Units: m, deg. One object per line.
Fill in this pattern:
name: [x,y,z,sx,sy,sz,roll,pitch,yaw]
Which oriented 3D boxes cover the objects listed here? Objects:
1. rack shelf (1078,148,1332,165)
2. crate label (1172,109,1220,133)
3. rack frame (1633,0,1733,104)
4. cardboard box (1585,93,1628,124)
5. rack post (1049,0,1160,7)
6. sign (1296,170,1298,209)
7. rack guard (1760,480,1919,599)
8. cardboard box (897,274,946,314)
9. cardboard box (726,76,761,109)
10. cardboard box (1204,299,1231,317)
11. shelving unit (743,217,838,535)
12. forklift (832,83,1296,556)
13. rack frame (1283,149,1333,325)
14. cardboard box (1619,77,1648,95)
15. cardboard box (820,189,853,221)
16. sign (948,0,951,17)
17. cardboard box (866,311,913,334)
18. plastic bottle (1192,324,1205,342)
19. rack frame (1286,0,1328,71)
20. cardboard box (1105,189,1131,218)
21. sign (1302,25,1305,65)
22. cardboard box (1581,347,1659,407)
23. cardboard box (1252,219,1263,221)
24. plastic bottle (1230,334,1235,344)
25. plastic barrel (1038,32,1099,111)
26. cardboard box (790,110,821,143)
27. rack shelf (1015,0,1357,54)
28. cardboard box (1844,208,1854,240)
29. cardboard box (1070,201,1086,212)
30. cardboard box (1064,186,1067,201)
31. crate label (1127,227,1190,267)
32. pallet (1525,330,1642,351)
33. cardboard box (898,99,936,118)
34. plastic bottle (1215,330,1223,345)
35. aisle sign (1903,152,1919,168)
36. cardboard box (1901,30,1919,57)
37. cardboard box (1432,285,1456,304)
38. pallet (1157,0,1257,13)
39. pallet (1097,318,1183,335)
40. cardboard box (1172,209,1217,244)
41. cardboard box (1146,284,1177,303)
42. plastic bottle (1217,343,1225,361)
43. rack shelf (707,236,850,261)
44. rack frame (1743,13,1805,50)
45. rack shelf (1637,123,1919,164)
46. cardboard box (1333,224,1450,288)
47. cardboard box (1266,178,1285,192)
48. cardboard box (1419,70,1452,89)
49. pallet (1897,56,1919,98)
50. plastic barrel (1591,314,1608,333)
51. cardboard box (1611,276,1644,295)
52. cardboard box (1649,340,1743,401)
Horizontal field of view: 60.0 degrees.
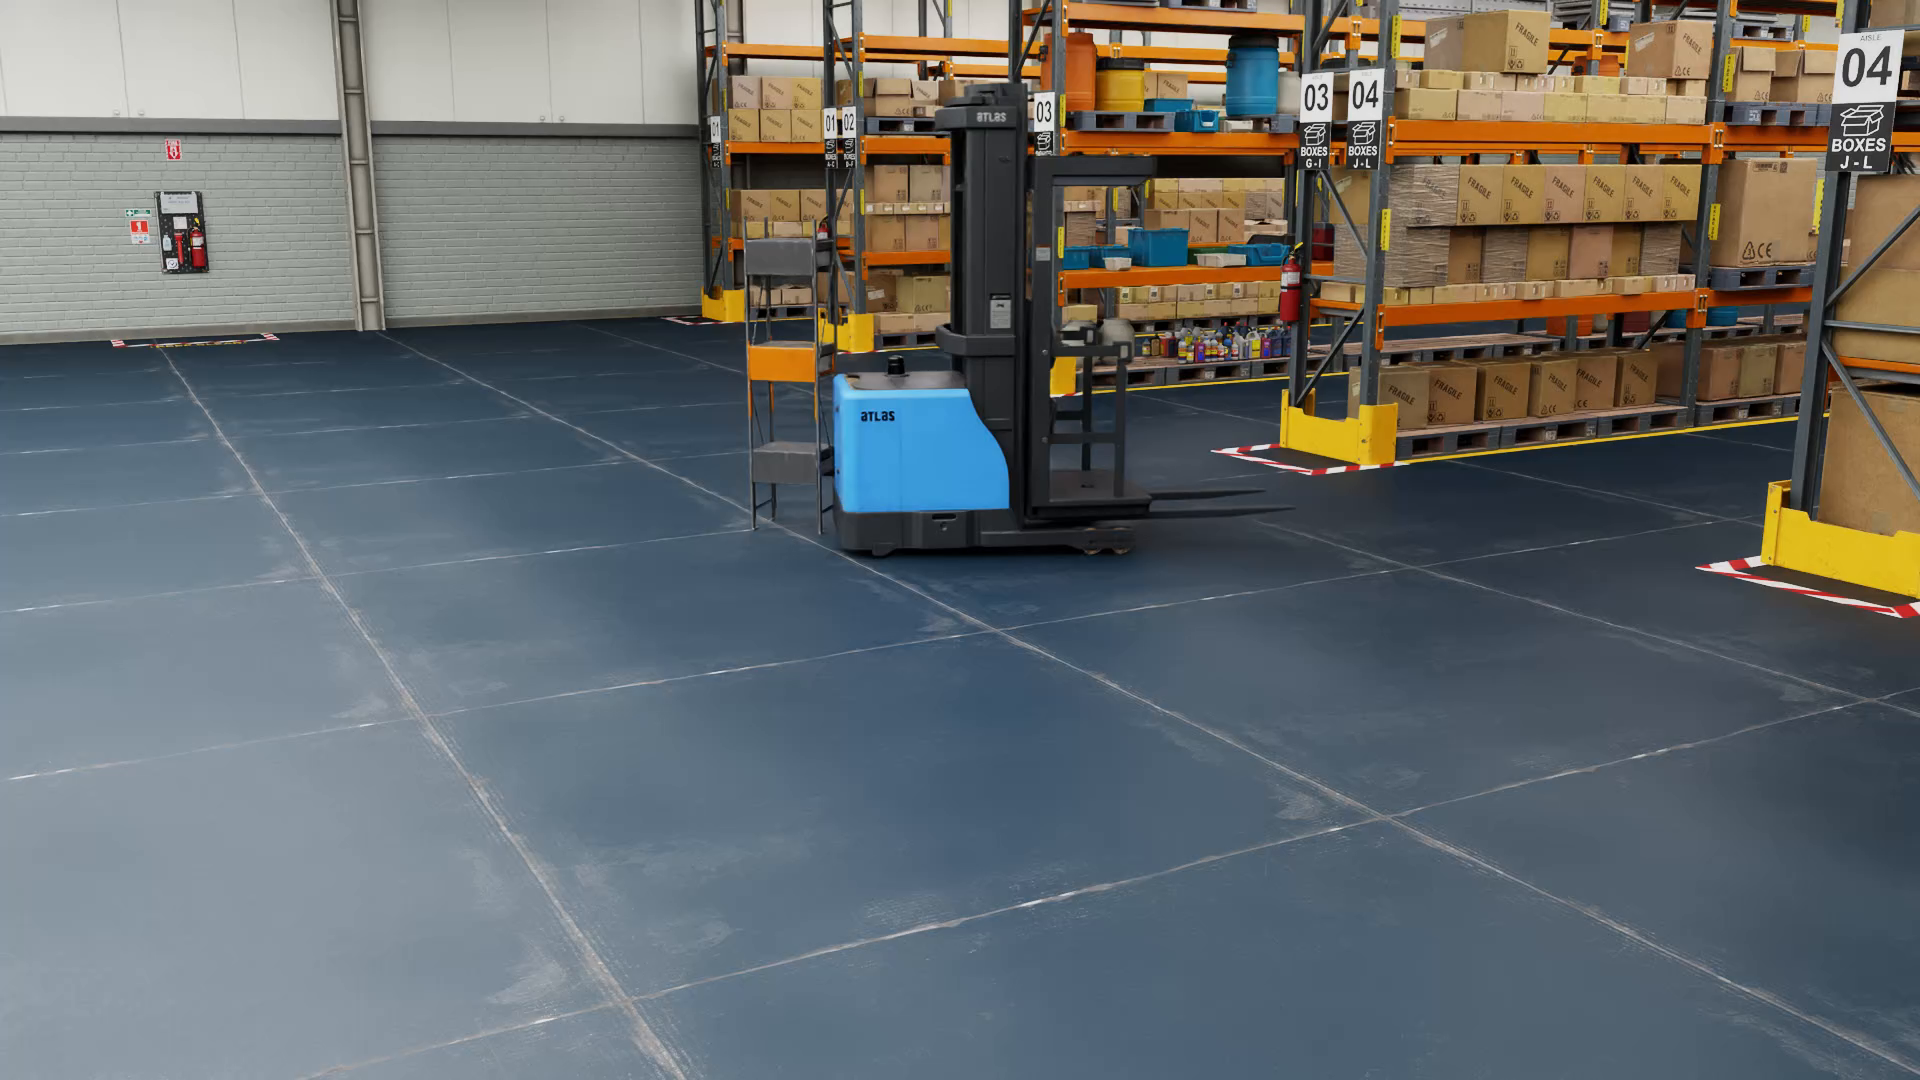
rack shelf: [3.716,-5.855,25.102,4.000,0.370,1.077,-7,14,-28]
crate label: [2.620,-4.681,18.583,0.408,0.251,0.502,-7,14,-28]
rack frame: [6.703,-5.550,15.274,0.127,3.000,1.000,-7,14,-28]
cardboard box: [5.520,-3.807,14.705,0.500,0.250,0.500,-7,14,-28]
rack post: [1.544,-5.895,17.945,0.954,0.300,0.937,-5,14,-22]
sign: [2.944,-3.030,14.386,0.005,0.325,0.100,-7,14,-28]
rack guard: [5.459,-0.014,10.031,0.348,0.500,1.175,-7,14,-28]
cardboard box: [-0.536,-3.408,23.017,0.500,0.500,0.500,-7,14,-28]
cardboard box: [-3.473,-7.069,26.308,0.500,0.500,0.500,-8,15,-32]
cardboard box: [3.782,-3.553,25.369,0.500,0.250,0.500,-7,14,-27]
shelving unit: [-1.132,-1.116,11.284,0.503,2.100,0.431,4,13,15]
forklift: [0.689,-1.453,10.891,3.031,2.935,1.130,-2,13,-8]
rack frame: [5.471,-4.953,26.287,0.127,3.000,1.000,-7,14,-28]
cardboard box: [5.870,-4.030,14.788,0.250,0.149,0.380,-7,15,-30]
cardboard box: [-2.022,-5.521,27.396,0.500,0.500,0.500,-6,14,-26]
sign: [-0.173,-8.801,27.414,0.005,0.325,0.100,-7,14,-28]
cardboard box: [-0.974,-2.989,22.864,0.500,0.250,0.500,-7,14,-28]
plastic bottle: [2.884,-2.430,20.108,0.185,0.351,0.144,-7,14,-28]
rack frame: [6.605,-9.255,31.739,0.127,3.000,1.000,-7,14,-28]
cardboard box: [2.686,-6.120,30.240,0.500,0.500,0.700,-9,15,-34]
sign: [2.944,-4.207,14.121,0.005,0.325,0.100,-7,14,-28]
cardboard box: [6.333,-1.574,16.008,0.500,0.500,0.500,-7,15,-30]
cardboard box: [5.535,-6.024,31.570,0.250,0.149,0.380,-7,14,-28]
plastic bottle: [3.255,-2.294,19.654,0.133,0.283,0.061,-7,14,-28]
plastic barrel: [1.185,-5.110,18.218,0.708,0.830,0.600,-7,14,-28]
cardboard box: [-2.572,-6.680,26.854,0.500,0.500,0.500,-6,14,-25]
rack shelf: [2.575,-5.748,18.703,4.000,0.370,1.077,-7,14,-28]
cardboard box: [9.317,-3.155,17.112,0.500,0.500,0.700,-5,13,-20]
cardboard box: [1.606,-4.802,23.911,0.250,0.149,0.380,-7,15,-29]
cardboard box: [1.131,-5.113,23.814,0.500,0.500,0.700,-7,14,-28]
crate label: [2.305,-3.420,19.392,0.616,0.435,0.502,-7,14,-28]
pallet: [8.513,-2.729,22.754,1.213,0.211,1.003,-7,14,-28]
cardboard box: [-0.666,-5.947,22.937,0.500,0.250,0.500,-7,14,-28]
plastic bottle: [3.146,-2.414,20.214,0.097,0.271,0.097,0,13,0]
aisle sign: [14.784,-6.173,25.786,0.004,0.787,0.394,-7,14,-28]
cardboard box: [5.610,-2.931,9.855,0.250,0.149,0.380,-7,14,-28]
cardboard box: [4.012,-2.110,14.224,0.250,0.149,0.380,-7,14,-28]
pallet: [2.548,-5.996,18.597,1.213,0.211,1.003,-7,14,-28]
pallet: [2.588,-3.257,25.101,1.213,0.211,1.003,-7,14,-28]
cardboard box: [3.544,-4.767,25.232,0.500,0.500,0.500,-7,14,-28]
cardboard box: [2.884,-3.717,24.821,0.500,0.311,0.500,-7,14,-29]
plastic bottle: [3.036,-2.194,19.397,0.097,0.201,0.097,0,13,0]
rack shelf: [-2.172,-4.925,27.802,4.000,0.370,1.077,-7,14,-28]
rack frame: [11.352,-7.346,23.255,0.127,3.000,1.000,-7,14,-28]
rack shelf: [8.459,-3.946,16.617,4.000,0.370,1.077,-7,14,-28]
cardboard box: [3.688,-2.449,14.253,0.500,0.500,0.875,-7,14,-28]
cardboard box: [5.864,-6.748,31.601,0.500,0.250,0.500,-6,14,-27]
cardboard box: [3.819,-3.780,13.675,0.250,0.149,0.380,-6,14,-27]
pallet: [6.126,-2.736,9.804,1.213,0.211,1.003,-7,14,-28]
plastic barrel: [8.715,-3.121,22.855,0.421,0.512,0.421,0,13,0]
cardboard box: [6.017,-2.334,15.222,0.250,0.149,0.380,-7,14,-28]
cardboard box: [7.253,-1.679,16.427,0.500,0.500,0.700,-8,15,-32]
